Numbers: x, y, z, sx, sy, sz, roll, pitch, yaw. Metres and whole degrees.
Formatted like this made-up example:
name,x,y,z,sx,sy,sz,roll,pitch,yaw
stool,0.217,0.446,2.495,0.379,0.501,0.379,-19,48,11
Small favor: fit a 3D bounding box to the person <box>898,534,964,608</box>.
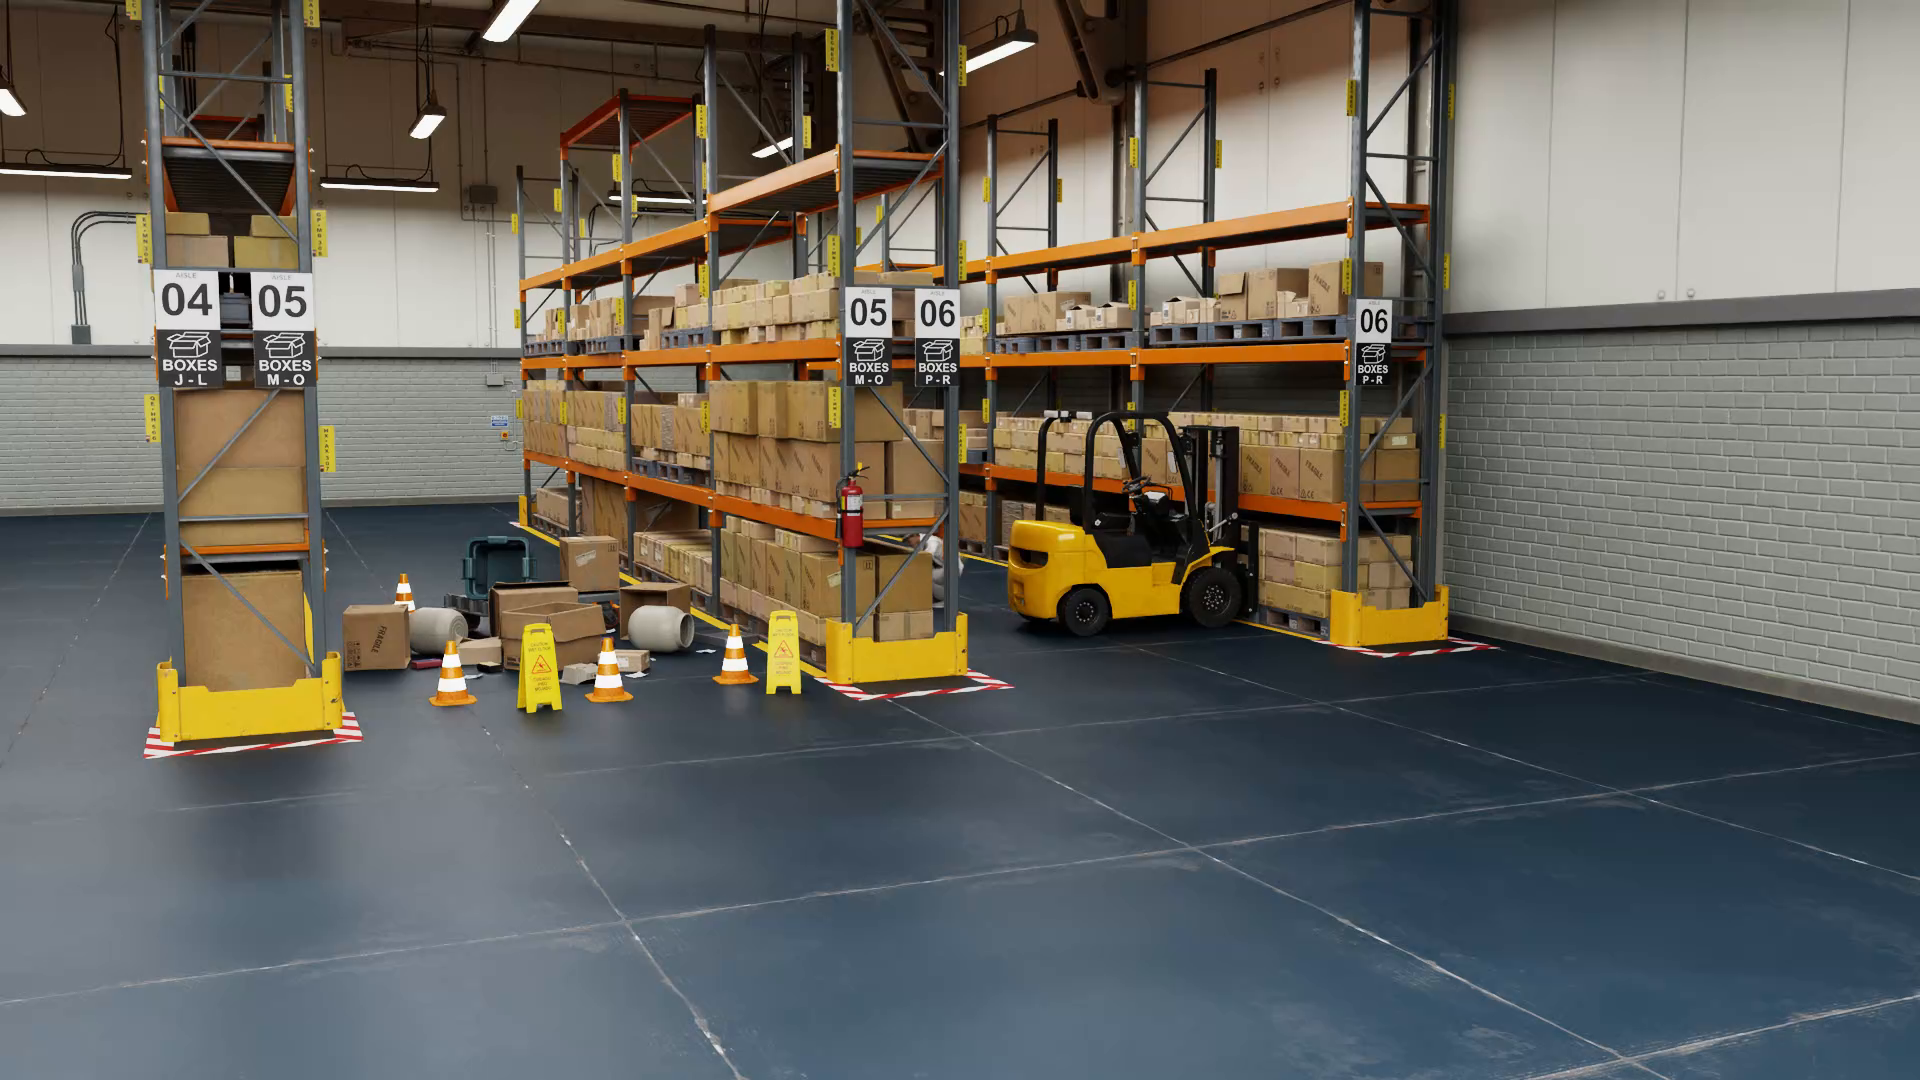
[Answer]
name,x,y,z,sx,sy,sz,roll,pitch,yaw
person,-0.367,0.259,18.045,0.830,0.961,0.495,-2,6,-24
